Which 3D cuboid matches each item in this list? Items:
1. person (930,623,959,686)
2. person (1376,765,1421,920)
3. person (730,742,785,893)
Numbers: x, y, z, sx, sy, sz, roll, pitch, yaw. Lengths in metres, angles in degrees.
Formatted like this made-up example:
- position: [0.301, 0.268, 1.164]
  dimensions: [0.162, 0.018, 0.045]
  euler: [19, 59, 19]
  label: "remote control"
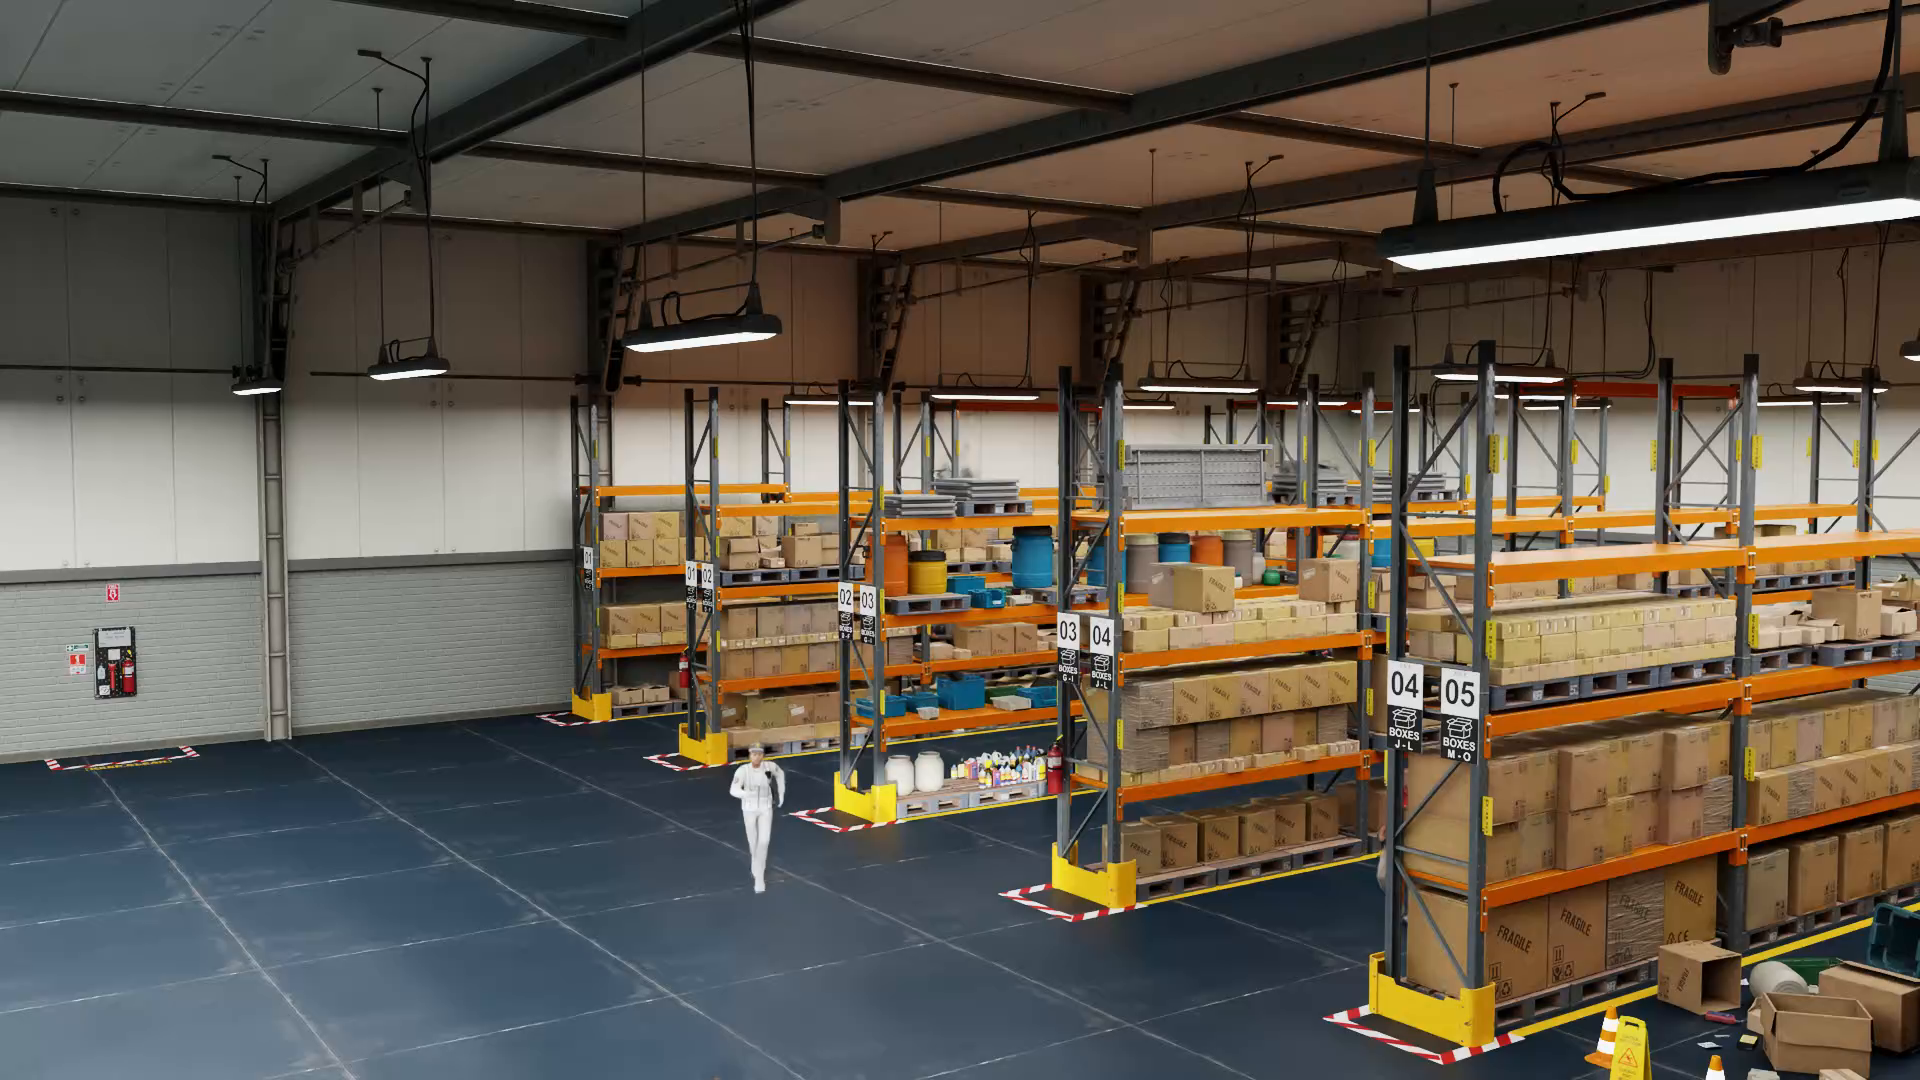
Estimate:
- position: [-0.352, 2.128, 31.461]
  dimensions: [0.808, 1.775, 0.646]
  euler: [-3, 4, -37]
  label: "person"
- position: [4.697, 3.248, 17.641]
  dimensions: [0.637, 1.721, 0.685]
  euler: [3, 4, 39]
  label: "person"
- position: [-2.350, 3.166, 19.335]
  dimensions: [0.638, 1.730, 0.834]
  euler: [-1, 3, -10]
  label: "person"
